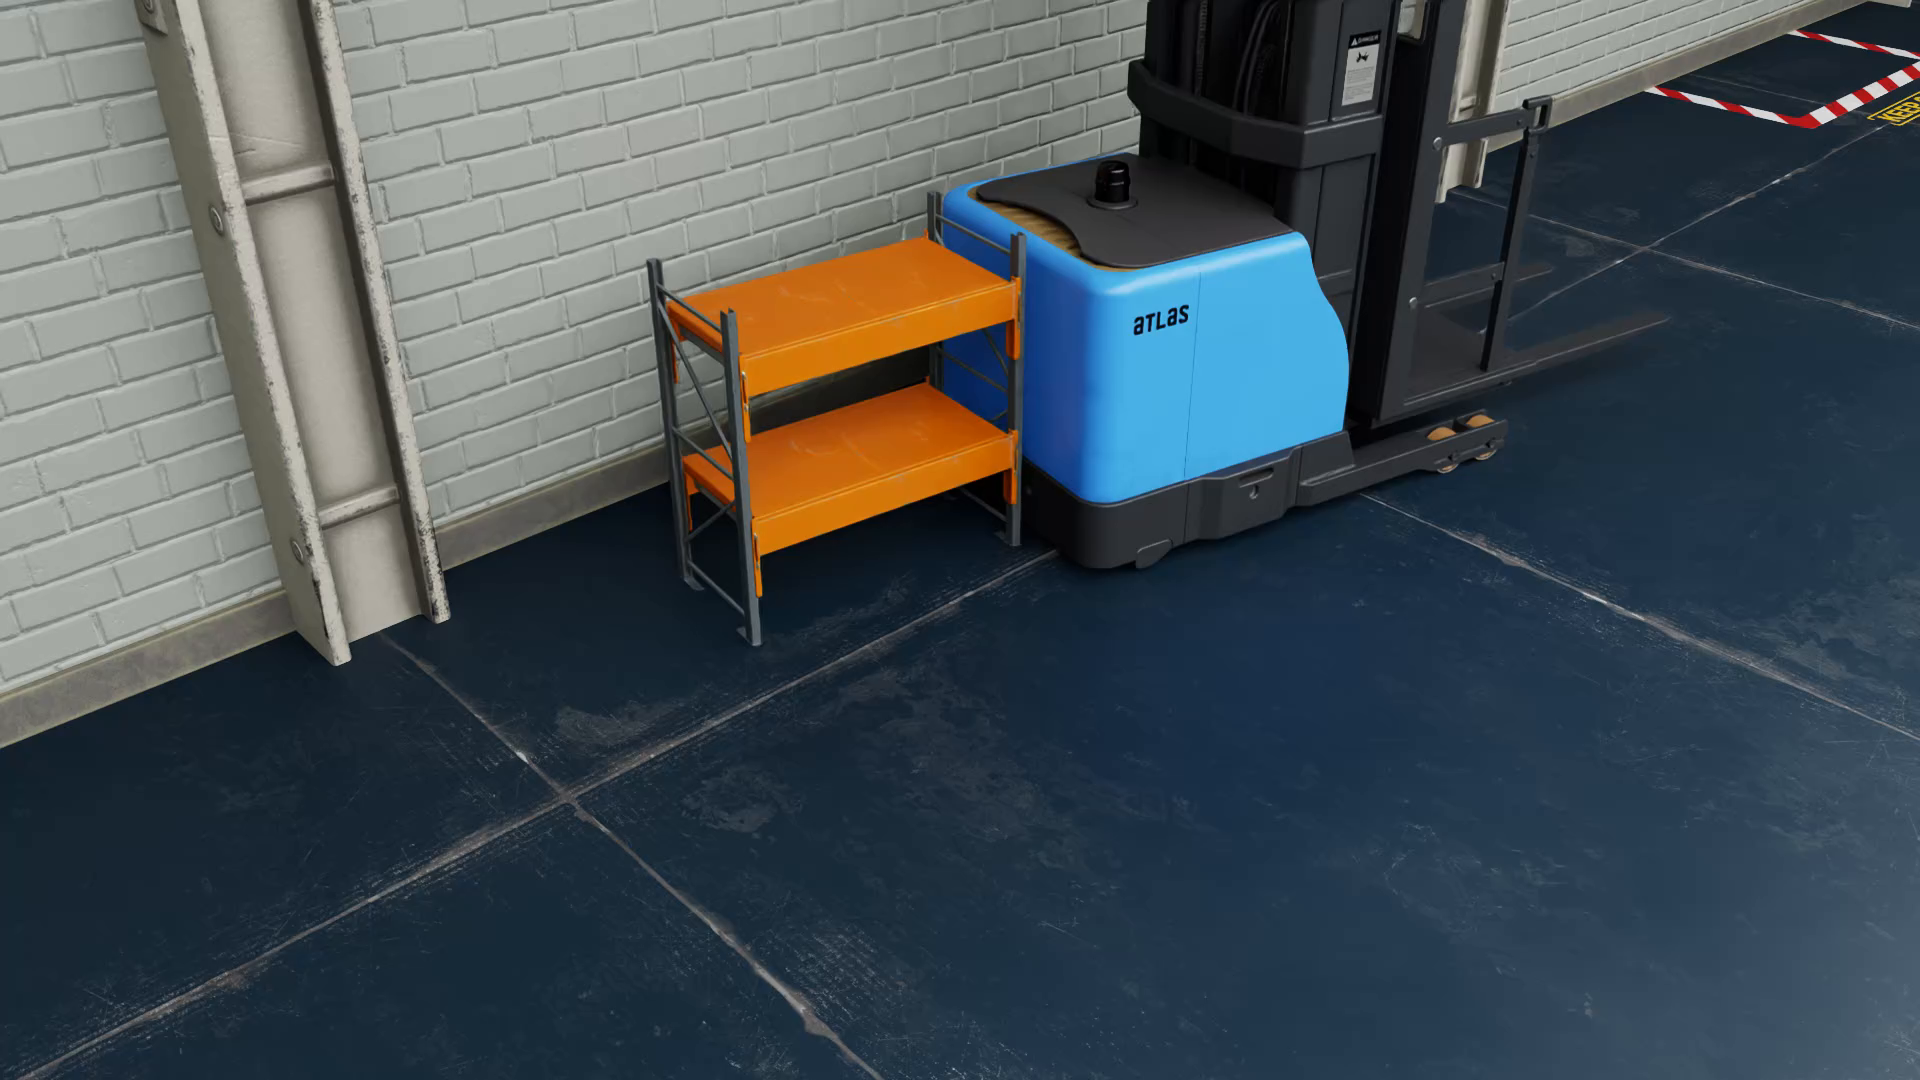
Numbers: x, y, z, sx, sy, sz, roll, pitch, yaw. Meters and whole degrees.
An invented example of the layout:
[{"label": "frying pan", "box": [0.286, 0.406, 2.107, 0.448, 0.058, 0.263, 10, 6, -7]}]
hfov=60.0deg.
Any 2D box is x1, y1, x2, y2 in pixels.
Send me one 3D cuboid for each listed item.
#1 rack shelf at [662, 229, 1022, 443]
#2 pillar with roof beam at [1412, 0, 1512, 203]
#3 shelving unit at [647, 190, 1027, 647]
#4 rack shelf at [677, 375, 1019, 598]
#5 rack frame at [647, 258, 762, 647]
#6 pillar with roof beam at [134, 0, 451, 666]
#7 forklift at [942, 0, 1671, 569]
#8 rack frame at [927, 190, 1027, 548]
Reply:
[{"label": "rack shelf", "box": [-0.365, -0.659, 5.188, 1.000, 0.278, 0.538, -20, 37, -30]}, {"label": "pillar with roof beam", "box": [5.445, -4.060, 3.764, 0.400, 9.000, 9.100, -26, 40, -35]}, {"label": "shelving unit", "box": [-0.365, -0.409, 5.341, 1.048, 1.125, 0.538, -20, 37, -30]}, {"label": "rack shelf", "box": [-0.365, -0.200, 5.468, 1.000, 0.278, 0.538, -20, 37, -30]}, {"label": "rack frame", "box": [-0.779, -0.255, 5.089, 0.032, 1.125, 0.500, -20, 37, -30]}, {"label": "pillar with roof beam", "box": [1.045, -1.932, 0.284, 0.400, 9.000, 9.100, -26, 40, -35]}, {"label": "forklift", "box": [1.452, -1.716, 5.746, 3.031, 2.935, 1.130, -18, 36, -26]}, {"label": "rack frame", "box": [0.049, -0.563, 5.592, 0.032, 1.125, 0.500, -20, 37, -30]}]
